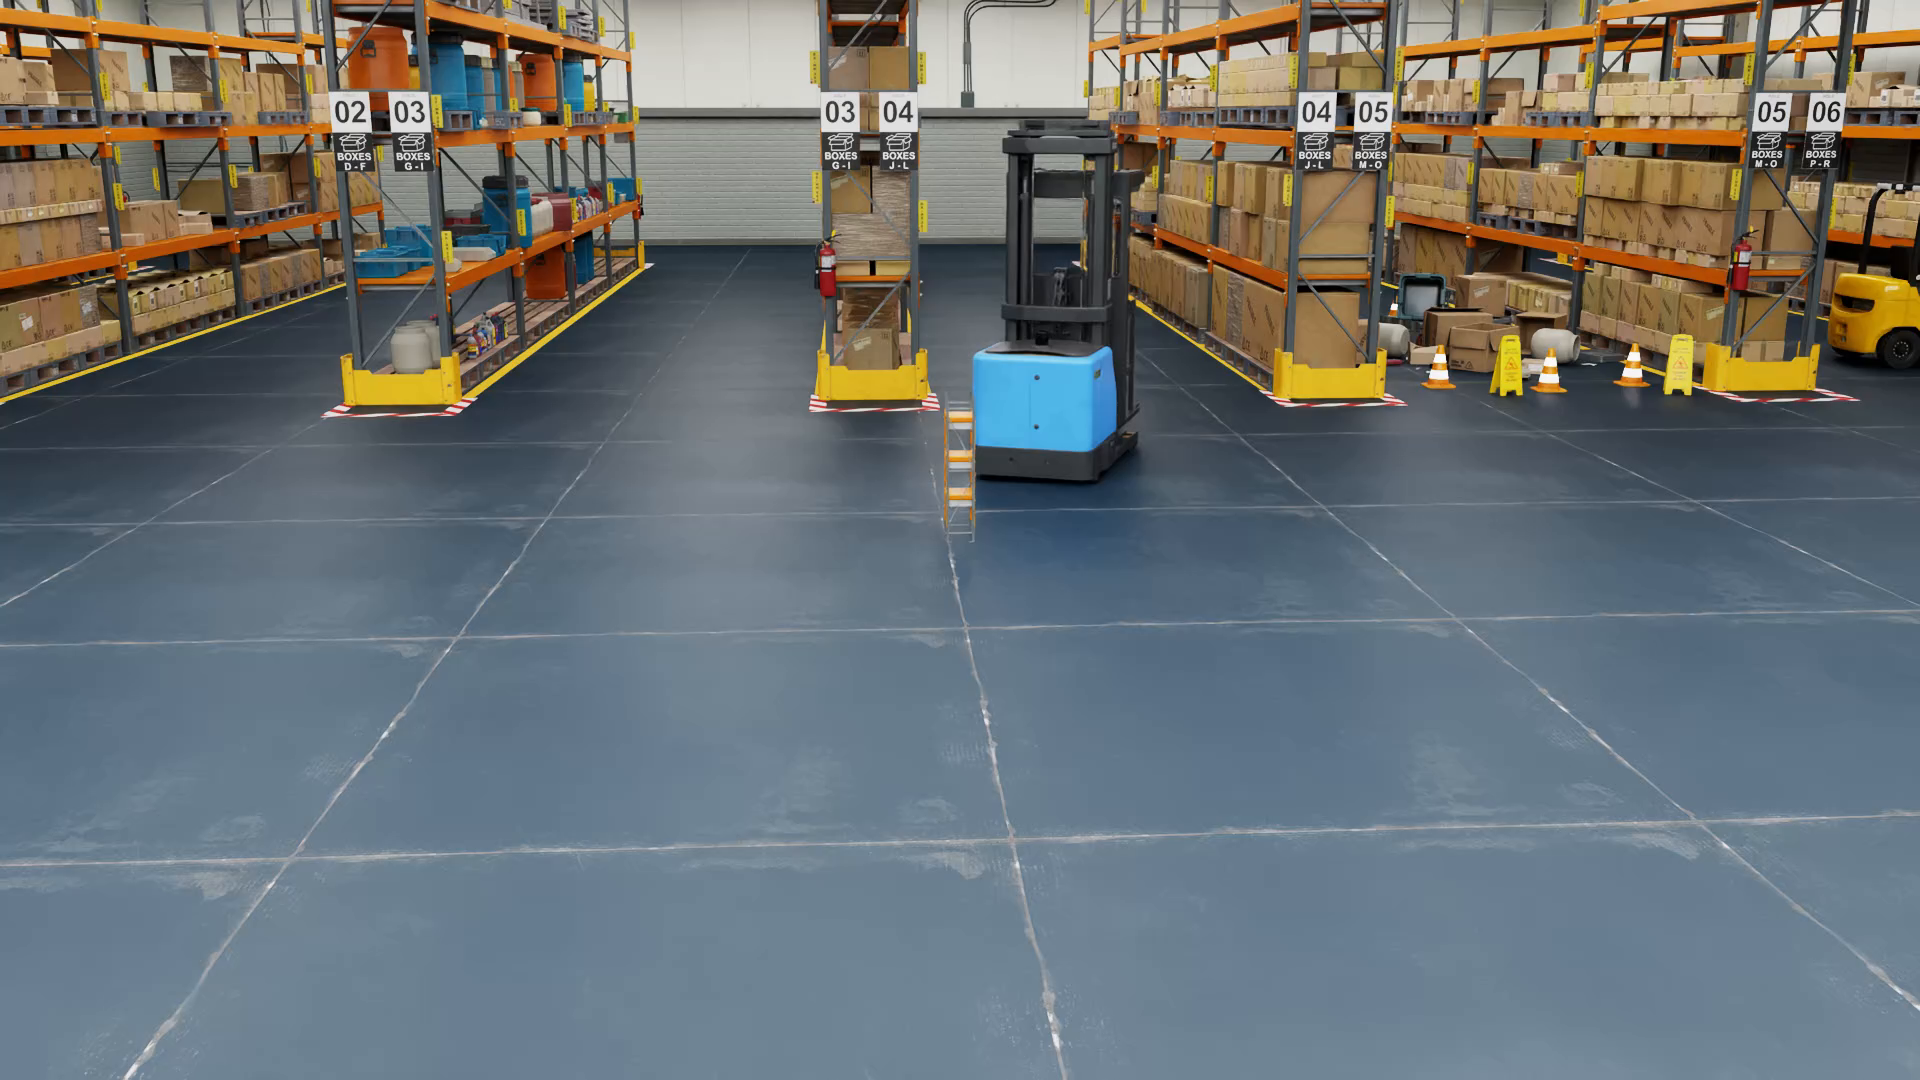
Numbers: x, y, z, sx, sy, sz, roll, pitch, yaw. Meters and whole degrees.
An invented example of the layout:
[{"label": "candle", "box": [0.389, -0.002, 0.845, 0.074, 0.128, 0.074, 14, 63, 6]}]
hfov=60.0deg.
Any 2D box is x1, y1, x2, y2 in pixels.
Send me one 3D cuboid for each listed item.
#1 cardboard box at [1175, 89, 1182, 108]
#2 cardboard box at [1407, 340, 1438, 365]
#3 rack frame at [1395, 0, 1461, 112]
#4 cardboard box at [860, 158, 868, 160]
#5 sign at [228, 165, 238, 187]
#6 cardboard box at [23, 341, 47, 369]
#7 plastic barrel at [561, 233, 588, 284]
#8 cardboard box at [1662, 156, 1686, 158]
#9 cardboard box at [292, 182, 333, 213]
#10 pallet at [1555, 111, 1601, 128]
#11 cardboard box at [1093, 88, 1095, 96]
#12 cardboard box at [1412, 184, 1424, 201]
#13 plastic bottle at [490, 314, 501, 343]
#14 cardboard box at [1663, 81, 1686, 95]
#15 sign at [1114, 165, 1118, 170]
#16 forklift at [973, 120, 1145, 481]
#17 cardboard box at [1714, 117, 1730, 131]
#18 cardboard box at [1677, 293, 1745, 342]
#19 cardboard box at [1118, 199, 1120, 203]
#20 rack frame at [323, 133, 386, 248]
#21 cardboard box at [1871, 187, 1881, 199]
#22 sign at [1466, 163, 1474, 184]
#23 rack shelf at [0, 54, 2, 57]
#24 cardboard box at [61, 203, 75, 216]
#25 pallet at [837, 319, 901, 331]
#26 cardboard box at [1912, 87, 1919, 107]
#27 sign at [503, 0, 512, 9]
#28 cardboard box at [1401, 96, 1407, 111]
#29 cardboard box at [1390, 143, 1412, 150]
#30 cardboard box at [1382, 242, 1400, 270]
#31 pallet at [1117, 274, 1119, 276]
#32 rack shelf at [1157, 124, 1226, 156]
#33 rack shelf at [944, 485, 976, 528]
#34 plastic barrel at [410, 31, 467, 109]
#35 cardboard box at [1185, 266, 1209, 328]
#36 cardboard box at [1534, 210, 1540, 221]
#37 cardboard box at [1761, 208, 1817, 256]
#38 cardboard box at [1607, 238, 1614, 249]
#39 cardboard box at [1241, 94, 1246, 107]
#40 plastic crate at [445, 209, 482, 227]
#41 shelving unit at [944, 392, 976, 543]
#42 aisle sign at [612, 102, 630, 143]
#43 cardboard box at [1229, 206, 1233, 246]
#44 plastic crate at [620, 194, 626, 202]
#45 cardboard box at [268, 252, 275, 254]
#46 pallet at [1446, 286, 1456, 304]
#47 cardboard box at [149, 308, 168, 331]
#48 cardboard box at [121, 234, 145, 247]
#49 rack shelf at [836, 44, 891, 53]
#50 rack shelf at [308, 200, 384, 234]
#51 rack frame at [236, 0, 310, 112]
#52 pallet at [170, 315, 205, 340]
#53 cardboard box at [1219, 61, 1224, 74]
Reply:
[{"label": "cardboard box", "box": [3.378, -6.348, 23.916, 0.500, 0.250, 0.500, 0, 14, -2]}, {"label": "cardboard box", "box": [5.715, -2.306, 20.456, 0.396, 0.266, 0.258, 2, 15, 6]}, {"label": "rack frame", "box": [8.208, -9.026, 29.046, 1.000, 3.000, 0.127, -1, 14, -3]}, {"label": "cardboard box", "box": [-1.380, -4.414, 20.359, 0.500, 0.500, 0.500, -1, 14, -3]}, {"label": "sign", "box": [-10.768, -5.391, 24.634, 0.100, 0.325, 0.005, -1, 14, -3]}, {"label": "cardboard box", "box": [-10.703, -2.088, 18.798, 0.500, 0.250, 0.500, -1, 14, -3]}, {"label": "plastic barrel", "box": [-6.565, -4.766, 27.900, 0.600, 0.901, 0.708, -1, 14, -3]}, {"label": "cardboard box", "box": [13.336, -7.007, 31.439, 0.500, 0.500, 0.500, -1, 14, -5]}, {"label": "cardboard box", "box": [-11.330, -5.995, 29.105, 0.500, 0.500, 0.500, -1, 14, -2]}, {"label": "pallet", "box": [8.772, -5.648, 22.314, 1.213, 0.211, 1.003, -1, 14, -3]}, {"label": "cardboard box", "box": [2.761, -8.612, 31.957, 0.380, 0.149, 0.250, -1, 14, -4]}, {"label": "cardboard box", "box": [8.019, -5.921, 28.316, 0.500, 0.250, 0.500, -1, 14, -3]}, {"label": "plastic bottle", "box": [-5.791, -2.628, 20.654, 0.144, 0.351, 0.185, -2, 15, -6]}, {"label": "cardboard box", "box": [8.508, -5.314, 19.542, 0.380, 0.149, 0.250, -1, 14, -2]}, {"label": "sign", "box": [2.733, -6.428, 29.251, 0.100, 0.325, 0.005, -1, 14, -3]}, {"label": "forklift", "box": [1.007, -2.228, 14.803, 1.130, 2.935, 3.031, 4, 15, 16]}, {"label": "cardboard box", "box": [8.603, -4.613, 18.419, 0.380, 0.149, 0.250, -1, 14, -3]}, {"label": "cardboard box", "box": [8.642, -2.566, 19.150, 0.500, 0.500, 0.500, -1, 14, -3]}, {"label": "cardboard box", "box": [2.889, -5.802, 28.217, 0.380, 0.149, 0.250, -1, 14, -3]}, {"label": "rack frame", "box": [-11.818, -6.810, 32.475, 1.000, 3.000, 0.127, -1, 14, -3]}, {"label": "cardboard box", "box": [13.307, -4.970, 23.819, 0.380, 0.149, 0.250, -1, 14, -3]}, {"label": "sign", "box": [7.903, -5.677, 25.747, 0.100, 0.325, 0.005, -1, 14, -3]}, {"label": "rack shelf", "box": [-16.390, -7.604, 25.766, 1.077, 0.370, 4.000, -1, 14, -3]}, {"label": "cardboard box", "box": [-10.794, -3.932, 19.786, 0.380, 0.149, 0.250, -1, 14, -4]}, {"label": "pallet", "box": [-1.237, -2.821, 22.566, 1.003, 0.211, 1.213, -1, 14, -3]}, {"label": "cardboard box", "box": [13.370, -6.046, 22.620, 0.500, 0.311, 0.500, -1, 14, -5]}, {"label": "sign", "box": [-5.581, -6.711, 20.470, 0.100, 0.325, 0.005, -1, 14, -3]}, {"label": "cardboard box", "box": [7.890, -7.581, 28.880, 0.396, 0.266, 0.258, -1, 14, -4]}, {"label": "cardboard box", "box": [7.964, -7.106, 30.116, 0.380, 0.149, 0.250, -1, 14, -2]}, {"label": "cardboard box", "box": [8.277, -5.241, 30.674, 0.875, 0.438, 0.875, -1, 14, -4]}, {"label": "pallet", "box": [3.324, -4.475, 28.994, 1.003, 0.211, 1.213, -1, 14, -3]}, {"label": "rack shelf", "box": [3.646, -5.631, 23.315, 1.077, 0.370, 4.000, -1, 14, -3]}, {"label": "rack shelf", "box": [-0.003, -0.242, 12.019, 0.215, 0.259, 0.240, -1, 14, -3]}, {"label": "plastic barrel", "box": [-6.175, -5.551, 19.712, 0.600, 0.901, 0.708, -1, 14, -3]}, {"label": "cardboard box", "box": [3.642, -3.296, 22.489, 1.050, 0.750, 0.750, -1, 14, -4]}, {"label": "cardboard box", "box": [8.348, -4.590, 23.508, 0.380, 0.149, 0.250, -1, 14, -3]}, {"label": "cardboard box", "box": [9.199, -3.450, 18.620, 0.500, 0.500, 0.500, -1, 14, -4]}, {"label": "cardboard box", "box": [8.518, -3.798, 21.273, 0.380, 0.149, 0.250, -1, 14, -4]}, {"label": "cardboard box", "box": [3.534, -5.199, 19.656, 0.380, 0.149, 0.250, -1, 14, -3]}, {"label": "plastic crate", "box": [-6.466, -4.048, 21.611, 0.402, 0.464, 0.583, -1, 14, -3]}, {"label": "shelving unit", "box": [-0.003, -0.522, 11.947, 0.215, 1.050, 0.252, -1, 14, -3]}, {"label": "aisle sign", "box": [-6.586, -8.167, 32.532, 0.394, 0.787, 0.004, -1, 14, -3]}, {"label": "cardboard box", "box": [3.861, -3.874, 20.761, 0.875, 0.550, 0.550, -1, 14, -3]}, {"label": "plastic crate", "box": [-6.643, -6.587, 32.016, 0.396, 0.136, 0.243, -1, 14, -3]}, {"label": "cardboard box", "box": [-11.739, -4.561, 27.868, 0.500, 0.500, 0.500, -1, 14, -3]}, {"label": "pallet", "box": [8.483, -3.972, 27.041, 1.003, 0.211, 1.213, -1, 14, -3]}, {"label": "cardboard box", "box": [-10.882, -2.929, 22.065, 0.500, 0.250, 0.500, -1, 14, -2]}, {"label": "cardboard box", "box": [-10.925, -3.928, 21.776, 0.380, 0.149, 0.250, -1, 14, -3]}, {"label": "rack shelf", "box": [-1.559, -7.833, 26.658, 1.077, 0.370, 4.000, -1, 14, -3]}, {"label": "rack shelf", "box": [-11.694, -5.964, 30.631, 1.077, 0.370, 4.000, -1, 14, -3]}, {"label": "rack frame", "box": [-11.570, -8.721, 27.861, 1.000, 3.000, 0.127, -1, 14, -3]}, {"label": "pallet", "box": [-11.238, -2.962, 23.115, 1.003, 0.211, 1.213, -1, 14, -3]}, {"label": "cardboard box", "box": [3.453, -5.902, 20.788, 0.380, 0.149, 0.250, -1, 14, -3]}]
